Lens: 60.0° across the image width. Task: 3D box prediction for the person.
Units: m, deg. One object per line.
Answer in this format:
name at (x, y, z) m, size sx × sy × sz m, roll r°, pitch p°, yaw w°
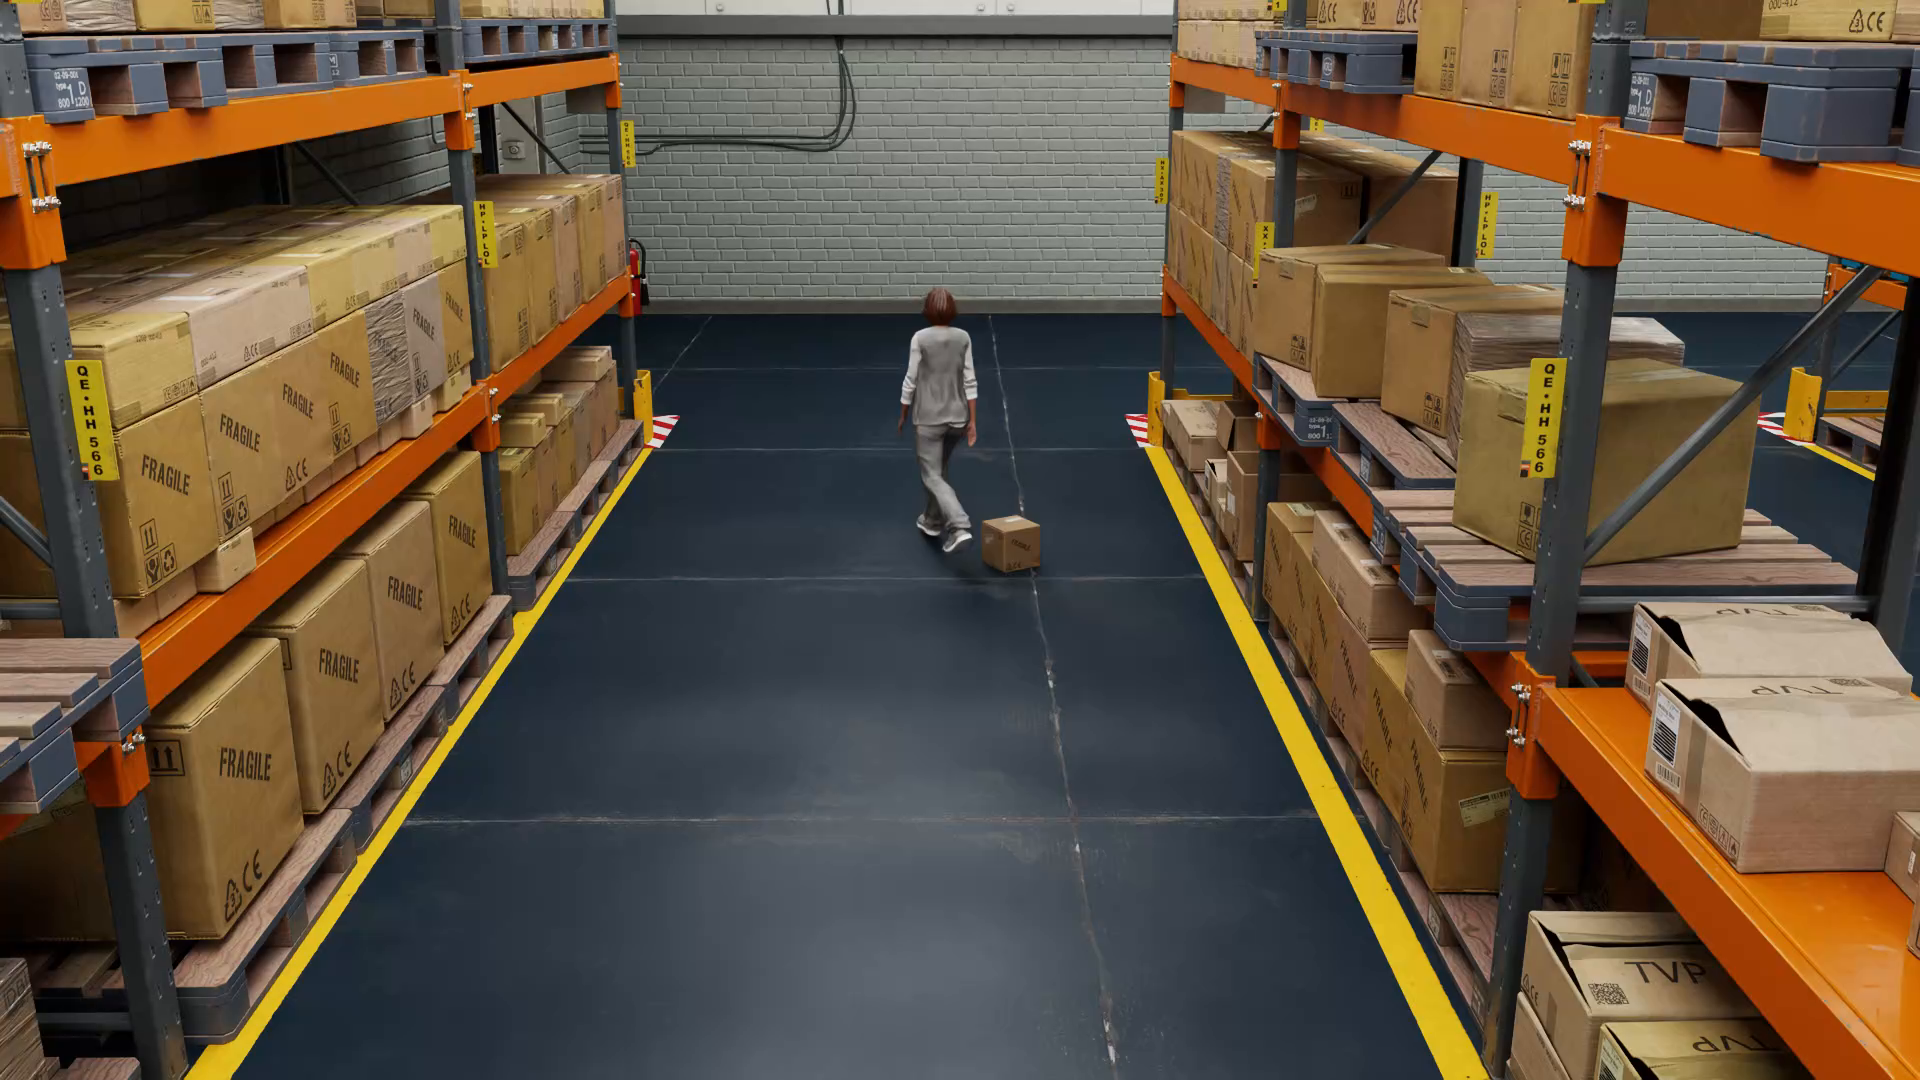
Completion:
person at (-0.100, -0.693, 9.773) m, size 0.419 × 1.529 × 0.944 m, roll -9°, pitch 19°, yaw -25°
